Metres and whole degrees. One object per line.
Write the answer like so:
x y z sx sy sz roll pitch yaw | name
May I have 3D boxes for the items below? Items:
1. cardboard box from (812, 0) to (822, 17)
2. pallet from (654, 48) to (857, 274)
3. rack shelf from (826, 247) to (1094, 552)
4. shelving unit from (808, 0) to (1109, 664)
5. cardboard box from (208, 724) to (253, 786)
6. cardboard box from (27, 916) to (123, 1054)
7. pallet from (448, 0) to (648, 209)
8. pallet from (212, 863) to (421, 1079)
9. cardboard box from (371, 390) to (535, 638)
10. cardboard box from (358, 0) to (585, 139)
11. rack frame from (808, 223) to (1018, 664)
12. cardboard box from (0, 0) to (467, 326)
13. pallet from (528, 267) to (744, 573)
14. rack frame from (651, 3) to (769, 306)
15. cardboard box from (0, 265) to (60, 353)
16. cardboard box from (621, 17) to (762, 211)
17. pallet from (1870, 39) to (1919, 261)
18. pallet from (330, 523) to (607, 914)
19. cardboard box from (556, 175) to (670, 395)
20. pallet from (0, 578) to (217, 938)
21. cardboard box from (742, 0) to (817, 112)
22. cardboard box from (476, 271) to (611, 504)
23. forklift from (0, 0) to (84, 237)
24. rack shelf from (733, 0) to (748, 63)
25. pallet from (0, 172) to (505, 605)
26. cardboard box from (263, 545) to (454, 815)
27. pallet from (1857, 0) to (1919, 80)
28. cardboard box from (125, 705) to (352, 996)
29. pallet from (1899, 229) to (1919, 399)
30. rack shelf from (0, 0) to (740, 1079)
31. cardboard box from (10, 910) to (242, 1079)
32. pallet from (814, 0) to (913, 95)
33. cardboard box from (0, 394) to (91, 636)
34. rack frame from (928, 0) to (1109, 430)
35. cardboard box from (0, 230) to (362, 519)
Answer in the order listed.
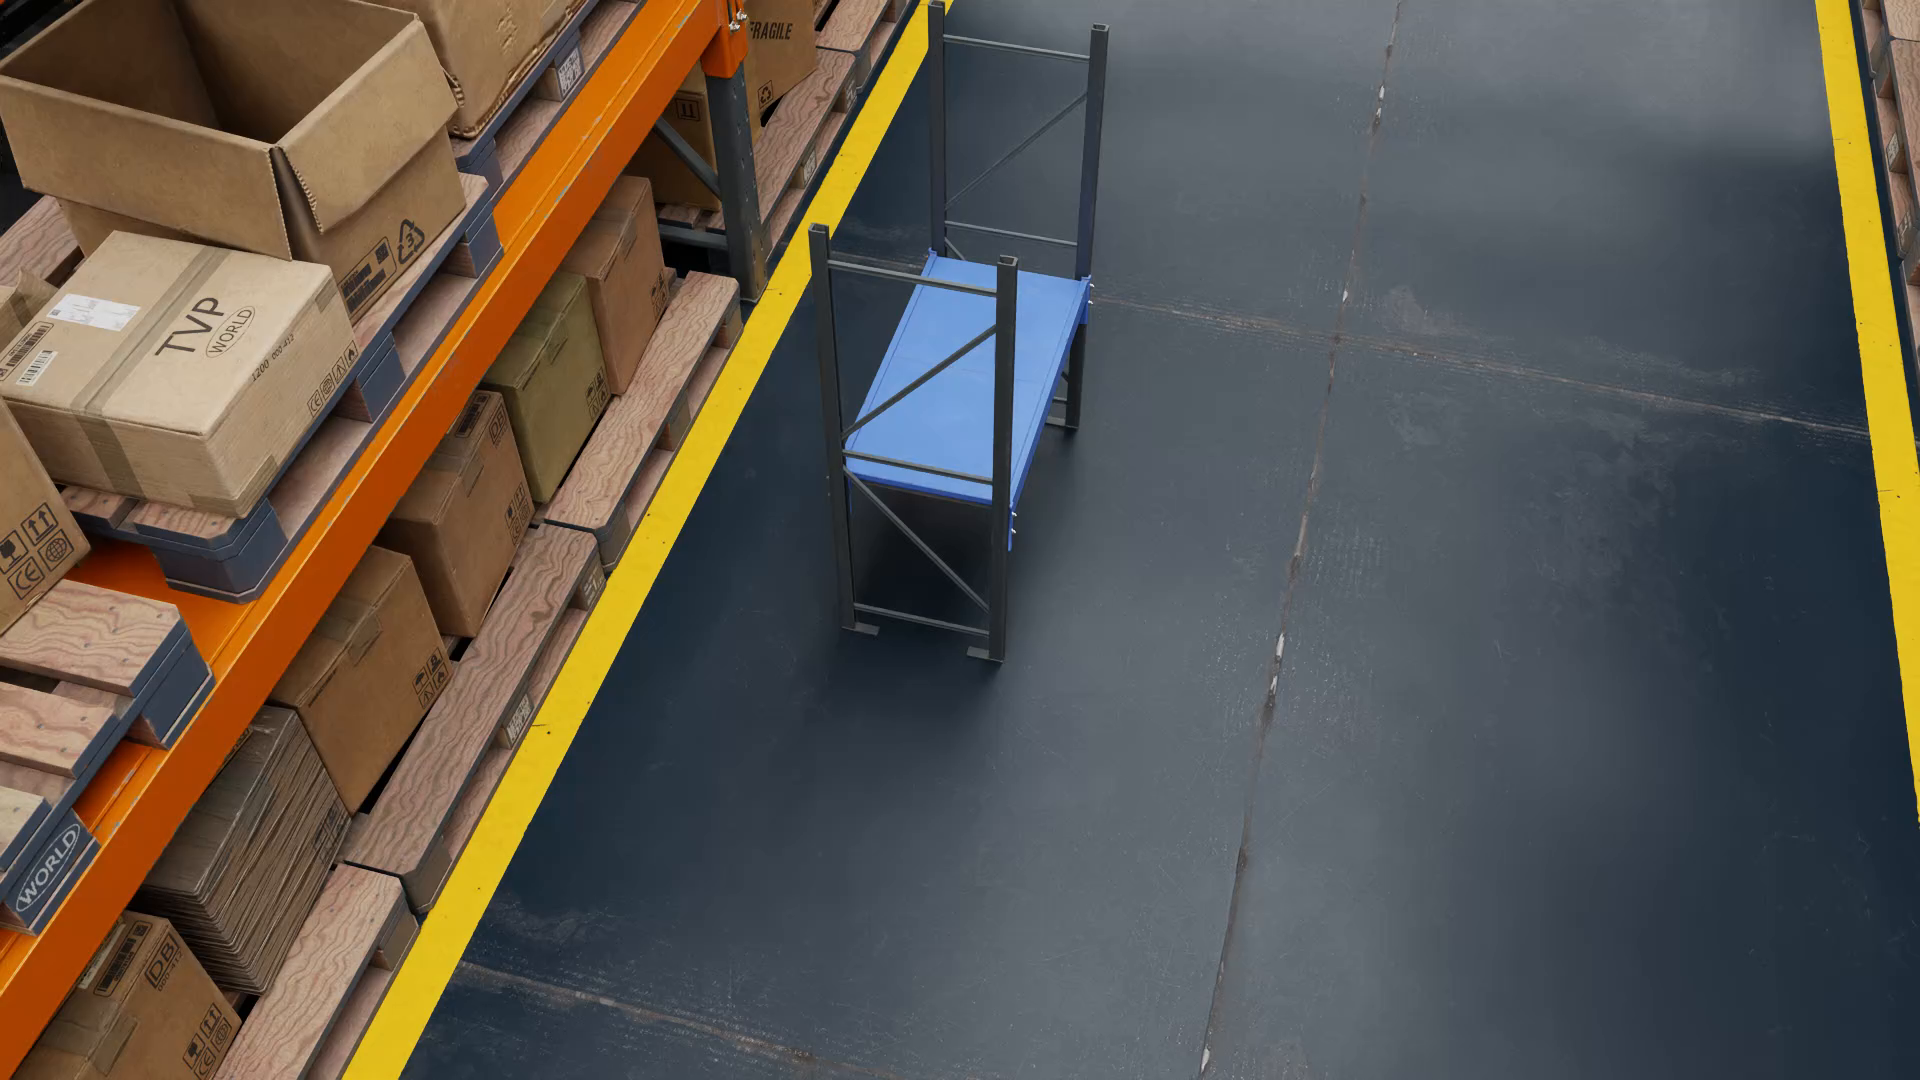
-0.823 -2.455 6.803 0.500 0.500 0.500 8 49 7 | cardboard box
-1.055 -1.551 6.478 1.003 0.211 1.213 12 50 10 | pallet
0.022 -0.439 4.877 0.538 0.185 1.000 12 50 10 | rack shelf
0.022 -0.558 4.742 0.538 1.500 1.048 12 50 10 | shelving unit
-1.974 0.469 3.709 0.500 0.250 0.500 17 51 14 | cardboard box
-2.103 0.855 3.369 0.500 0.250 0.500 13 50 12 | cardboard box
-1.540 -1.394 4.607 1.003 0.211 1.213 12 50 10 | pallet
-2.044 1.270 3.989 1.003 0.211 1.213 12 50 10 | pallet
-1.671 -0.114 4.724 0.700 0.500 0.500 8 49 7 | cardboard box
-1.542 -1.772 4.133 1.000 1.000 1.000 12 50 10 | cardboard box
-0.111 -0.190 4.418 0.500 1.500 0.032 12 50 10 | rack frame
-1.565 -0.882 3.679 0.797 0.503 0.637 16 51 14 | cardboard box
-1.402 -0.495 5.546 1.003 0.211 1.213 12 50 10 | pallet
-1.198 -1.981 4.998 1.000 3.000 0.127 12 50 10 | rack frame
-2.072 -0.442 3.449 0.396 0.266 0.258 10 49 9 | cardboard box
-1.054 -1.575 6.026 0.500 0.500 0.500 10 49 9 | cardboard box
4.116 -1.444 6.384 1.003 0.211 1.213 12 50 10 | pallet
-1.721 0.390 4.765 1.003 0.211 1.213 12 50 10 | pallet
-1.380 -0.860 5.382 0.700 0.500 0.500 8 49 7 | cardboard box
-2.166 0.439 2.990 1.213 0.211 1.003 12 50 10 | pallet
-0.911 -1.990 6.393 0.500 0.500 0.500 27 54 22 | cardboard box
-1.524 -0.519 5.081 0.700 0.500 0.500 11 50 10 | cardboard box
-3.187 -1.829 4.909 1.130 2.935 3.031 14 50 12 | forklift
-0.672 -3.190 6.545 1.077 0.370 4.000 12 50 10 | rack shelf
-1.769 -0.465 3.787 1.003 0.211 1.213 12 50 10 | pallet
-1.818 0.290 4.367 0.700 0.500 0.500 15 50 13 | cardboard box
4.439 -2.324 7.160 1.003 0.211 1.213 12 50 10 | pallet
-1.960 0.701 4.004 0.700 0.500 0.500 8 49 7 | cardboard box
3.797 -0.559 5.602 1.003 0.211 1.213 12 50 10 | pallet
-1.724 -0.297 3.991 1.077 0.370 4.000 12 50 10 | rack shelf
-2.094 1.105 3.648 0.700 0.500 0.500 9 49 8 | cardboard box
-0.736 -2.437 7.260 1.003 0.211 1.213 12 50 10 | pallet
-2.097 -0.082 2.975 0.700 0.500 0.500 18 51 16 | cardboard box
0.156 -0.926 5.067 0.500 1.500 0.032 12 50 10 | rack frame
-1.588 -0.344 3.373 0.500 0.250 0.500 10 49 9 | cardboard box
